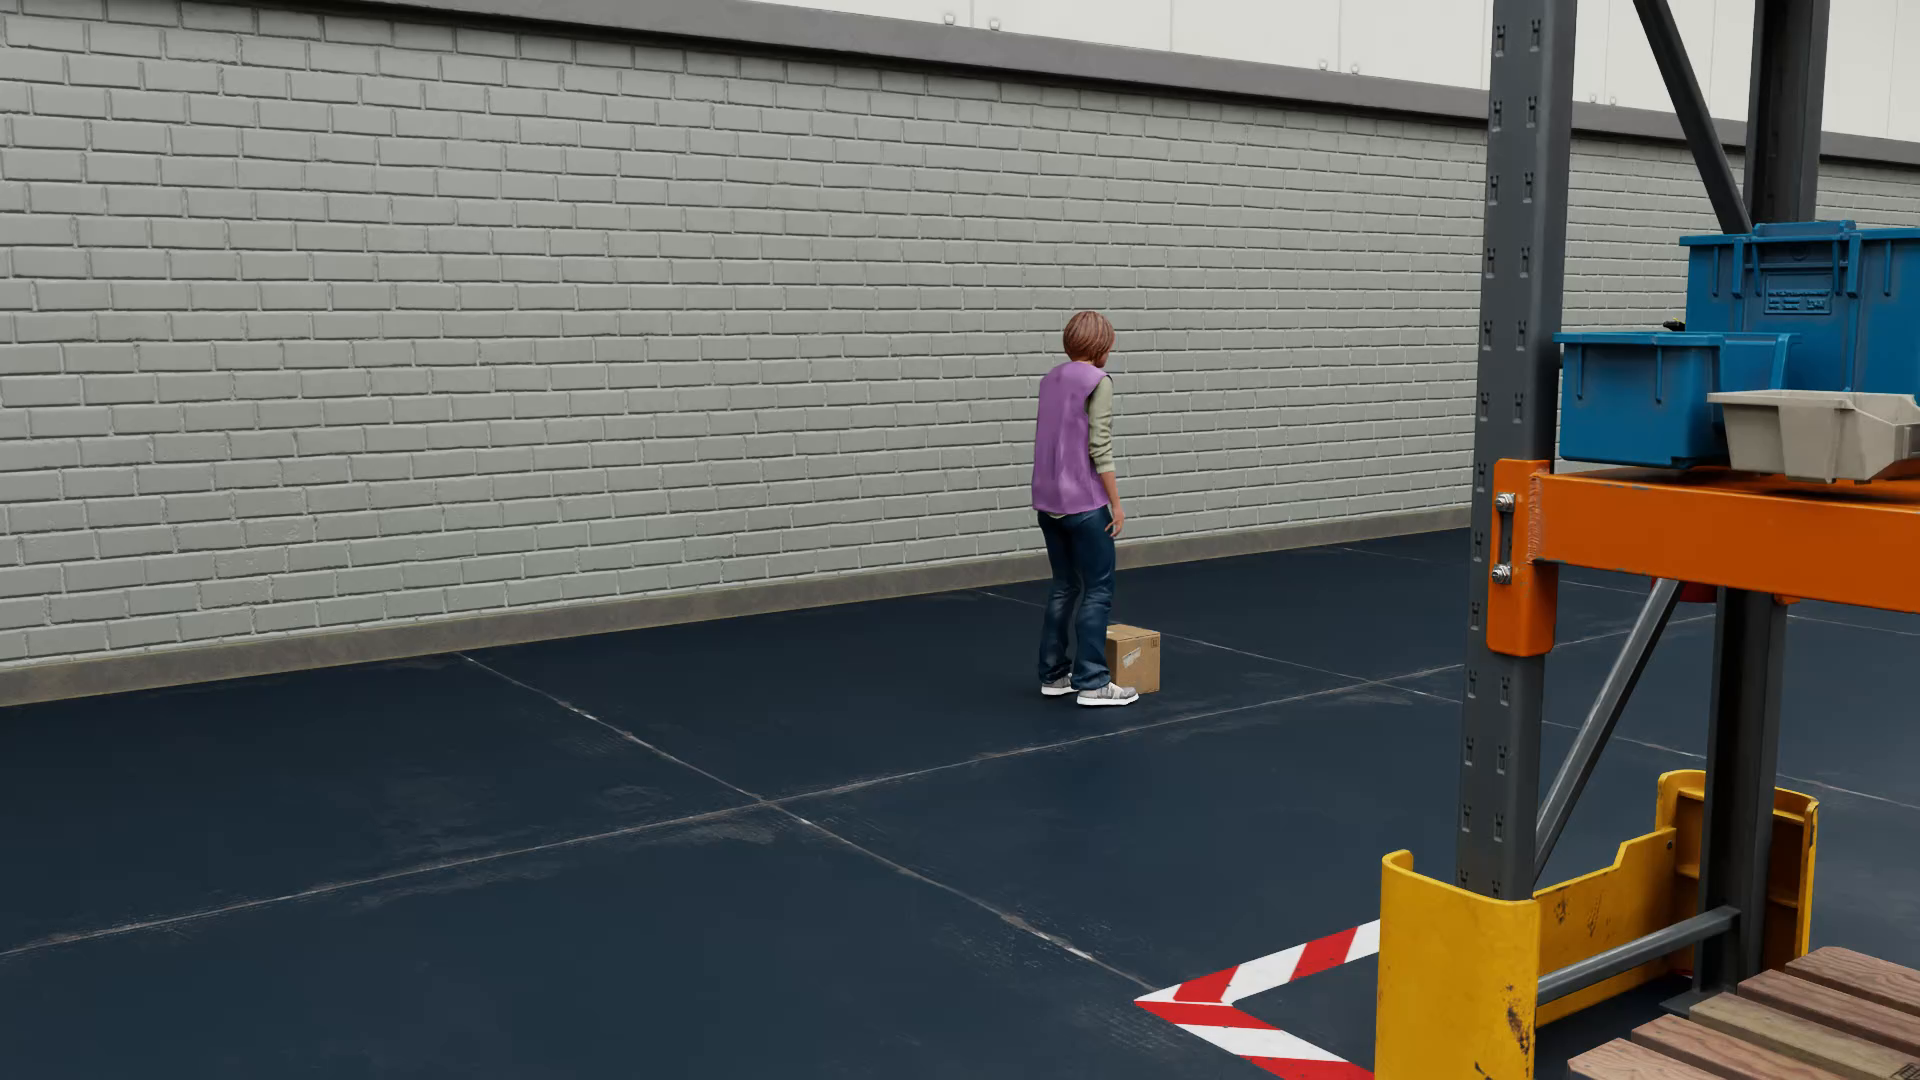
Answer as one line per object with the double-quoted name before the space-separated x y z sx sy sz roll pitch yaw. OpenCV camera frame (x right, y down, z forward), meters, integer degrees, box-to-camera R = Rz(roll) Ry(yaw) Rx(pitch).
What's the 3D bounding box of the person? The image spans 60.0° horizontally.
"person" 0.478 -0.030 6.806 0.338 1.388 0.460 -6 10 -35
